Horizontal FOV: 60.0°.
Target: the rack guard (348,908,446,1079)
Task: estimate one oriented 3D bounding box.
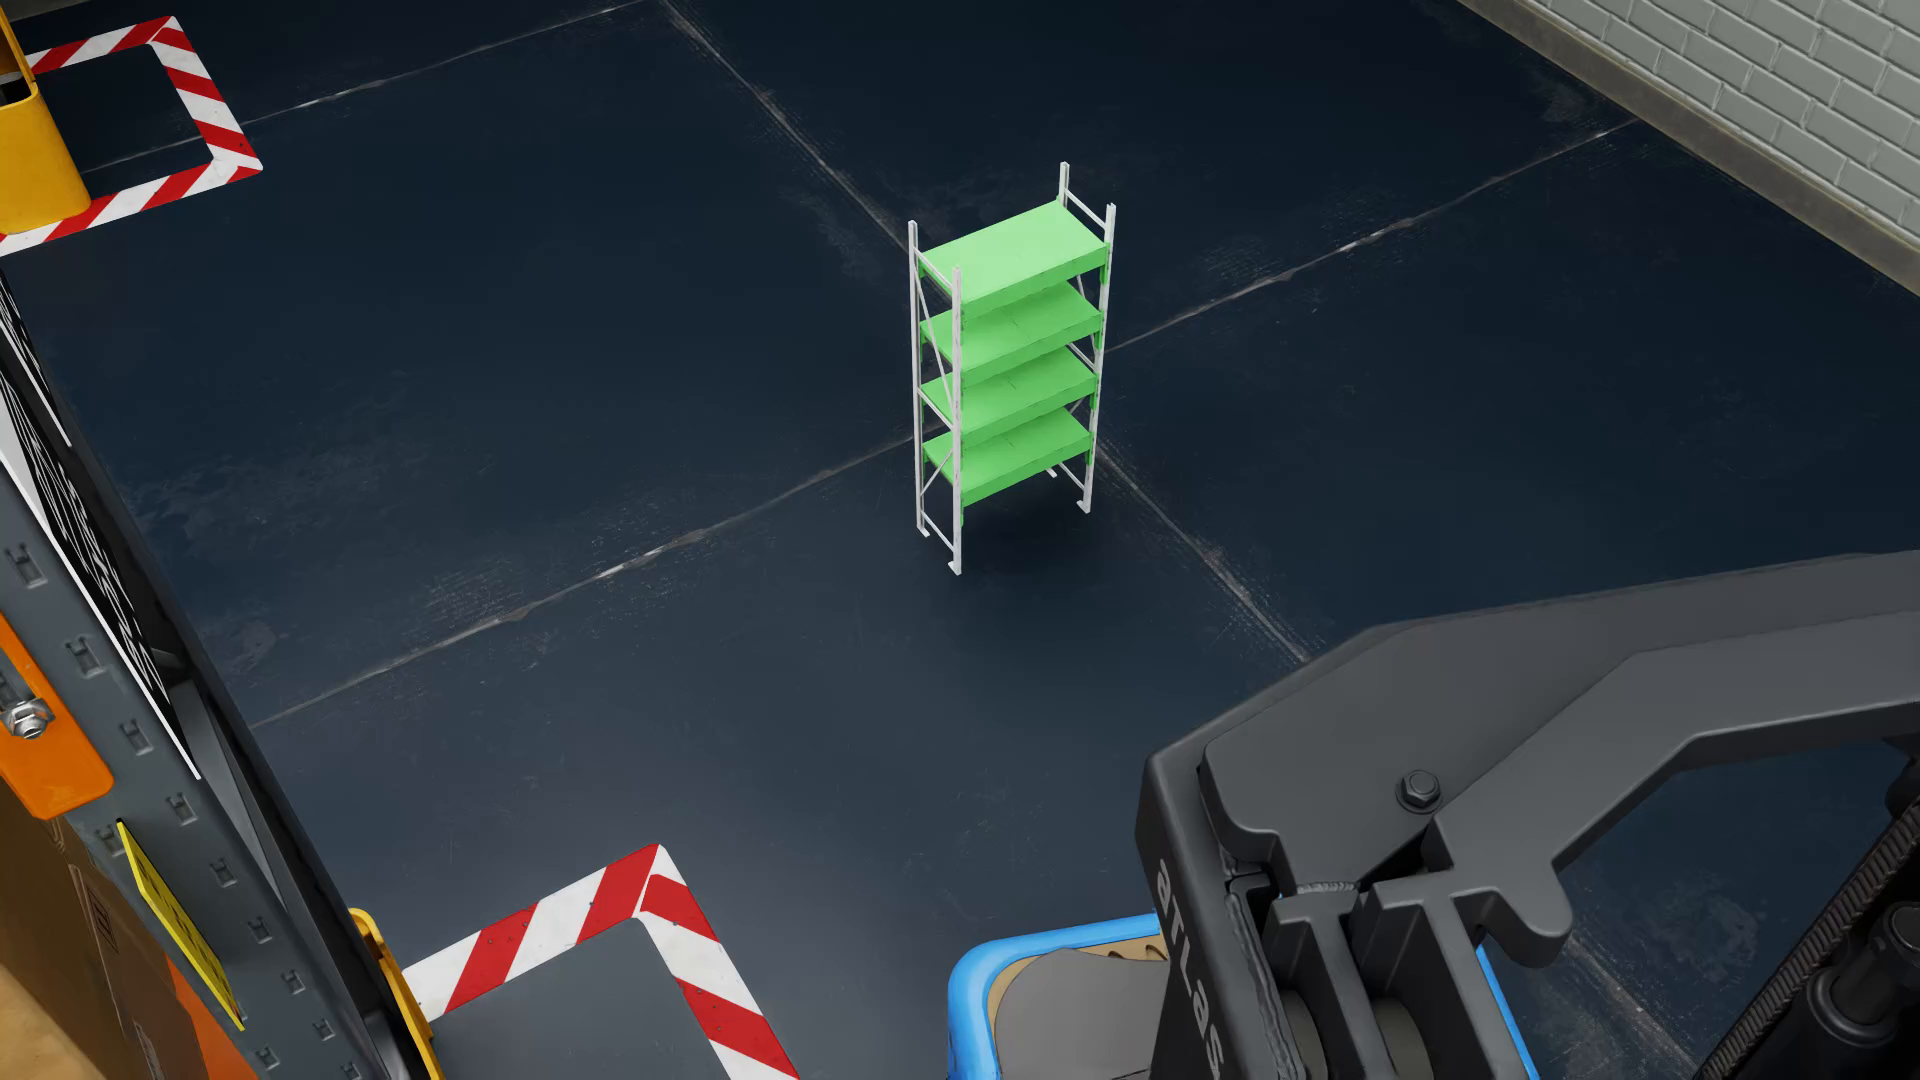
[{"bbox_3d":[-1.213,1.432,3.640,0.348,0.500,1.175,-25,53,-21],"label":"rack guard"}]

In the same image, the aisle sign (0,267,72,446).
[{"bbox_3d":[-1.248,-0.507,1.952,0.004,0.787,0.394,-25,53,-21],"label":"aisle sign"}]

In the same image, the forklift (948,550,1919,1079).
[{"bbox_3d":[0.739,1.527,1.928,1.130,2.935,3.031,-8,49,-7],"label":"forklift"}]

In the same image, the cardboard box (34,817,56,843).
[{"bbox_3d":[-1.665,0.215,2.314,0.500,0.500,0.500,-24,52,-20],"label":"cardboard box"}]

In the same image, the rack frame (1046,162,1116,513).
[{"bbox_3d":[0.346,-0.562,4.947,0.015,1.200,0.240,-25,53,-21],"label":"rack frame"}]

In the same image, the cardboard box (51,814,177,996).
[{"bbox_3d":[-1.665,0.547,2.687,0.500,0.500,0.500,-24,53,-20],"label":"cardboard box"}]

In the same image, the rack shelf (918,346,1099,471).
[{"bbox_3d":[0.140,-0.422,4.908,0.480,0.148,0.258,-25,53,-21],"label":"rack shelf"}]

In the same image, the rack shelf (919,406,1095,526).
[{"bbox_3d":[0.140,-0.263,5.088,0.480,0.148,0.258,-25,53,-21],"label":"rack shelf"}]

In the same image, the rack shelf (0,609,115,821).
[{"bbox_3d":[-2.840,0.609,1.172,4.000,0.370,1.077,-25,53,-21],"label":"rack shelf"}]

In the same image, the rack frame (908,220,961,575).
[{"bbox_3d":[-0.066,-0.368,4.774,0.015,1.200,0.240,-25,53,-21],"label":"rack frame"}]

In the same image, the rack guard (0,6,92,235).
[{"bbox_3d":[-3.775,-1.735,6.460,0.348,0.500,1.175,-25,53,-21],"label":"rack guard"}]

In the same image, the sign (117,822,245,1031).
[{"bbox_3d":[-0.870,0.439,1.864,0.005,0.325,0.100,-25,53,-21],"label":"sign"}]

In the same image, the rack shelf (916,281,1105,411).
[{"bbox_3d":[0.140,-0.582,4.729,0.480,0.148,0.258,-25,53,-21],"label":"rack shelf"}]

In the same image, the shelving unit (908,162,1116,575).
[{"bbox_3d":[0.140,-0.465,4.861,0.503,1.200,0.258,-25,53,-21],"label":"shelving unit"}]

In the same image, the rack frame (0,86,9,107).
[{"bbox_3d":[-3.795,-2.557,5.518,0.127,3.000,1.000,-25,53,-21],"label":"rack frame"}]

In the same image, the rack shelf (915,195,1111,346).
[{"bbox_3d":[0.140,-0.742,4.550,0.480,0.148,0.258,-25,53,-21],"label":"rack shelf"}]

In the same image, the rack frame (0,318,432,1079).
[{"bbox_3d":[-1.149,0.570,2.733,0.127,3.000,1.000,-25,53,-21],"label":"rack frame"}]

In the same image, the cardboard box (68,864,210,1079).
[{"bbox_3d":[-1.382,0.888,2.384,0.500,0.500,0.500,-24,52,-20],"label":"cardboard box"}]

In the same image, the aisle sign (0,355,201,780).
[{"bbox_3d":[-0.928,-0.128,1.614,0.004,0.787,0.394,-25,53,-21],"label":"aisle sign"}]

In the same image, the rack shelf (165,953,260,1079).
[{"bbox_3d":[-2.840,1.607,2.292,4.000,0.370,1.077,-25,53,-21],"label":"rack shelf"}]

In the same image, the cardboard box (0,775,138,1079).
[{"bbox_3d":[-1.378,0.556,2.010,0.500,0.500,0.500,-26,53,-21],"label":"cardboard box"}]
